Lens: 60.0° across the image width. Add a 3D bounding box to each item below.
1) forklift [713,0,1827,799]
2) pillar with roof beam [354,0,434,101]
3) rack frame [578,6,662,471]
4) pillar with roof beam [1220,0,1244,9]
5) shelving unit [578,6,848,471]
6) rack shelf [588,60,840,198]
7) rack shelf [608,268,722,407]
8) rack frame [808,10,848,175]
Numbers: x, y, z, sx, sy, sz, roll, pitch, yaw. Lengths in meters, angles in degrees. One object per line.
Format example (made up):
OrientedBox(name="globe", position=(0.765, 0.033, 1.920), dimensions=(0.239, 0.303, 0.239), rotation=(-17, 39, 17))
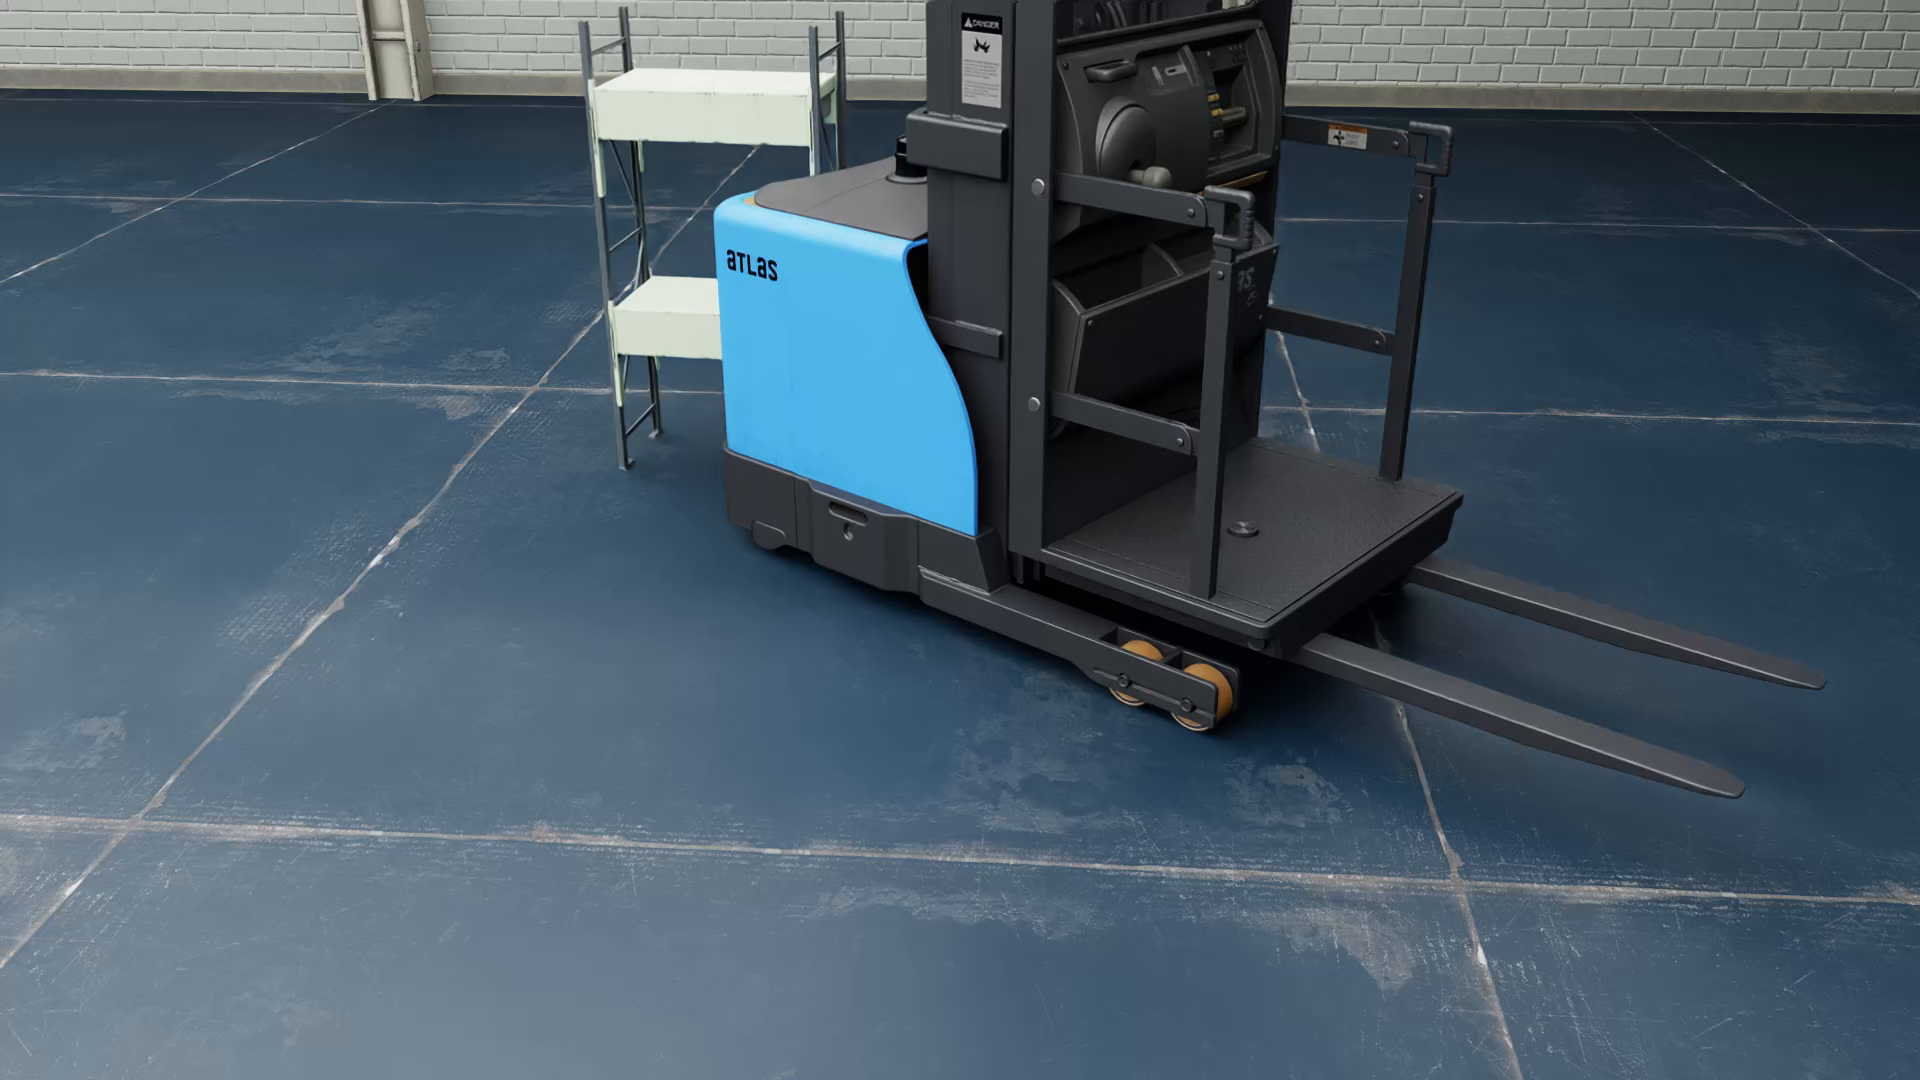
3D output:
OrientedBox(name="forklift", position=(0.714, -1.099, 4.131), dimensions=(3.031, 2.935, 1.130), rotation=(20, 31, 36))
OrientedBox(name="pillar with roof beam", position=(-4.514, -5.622, 6.702), dimensions=(0.400, 9.000, 9.100), rotation=(2, 25, 4))
OrientedBox(name="rack frame", position=(-1.141, -1.005, 5.640), dimensions=(0.023, 1.500, 0.400), rotation=(4, 25, 8))
OrientedBox(name="pillar with roof beam", position=(1.468, -5.430, 6.285), dimensions=(0.400, 9.000, 9.100), rotation=(2, 25, 4))
OrientedBox(name="shelving unit", position=(-0.780, -0.981, 5.587), dimensions=(0.755, 1.500, 0.431), rotation=(4, 25, 8))
OrientedBox(name="rack shelf", position=(-0.780, -1.335, 5.424), dimensions=(0.720, 0.370, 0.431), rotation=(4, 25, 8))
OrientedBox(name="rack shelf", position=(-0.780, -0.685, 5.724), dimensions=(0.720, 0.370, 0.431), rotation=(4, 25, 8))
OrientedBox(name="rack frame", position=(-0.418, -0.957, 5.535), dimensions=(0.023, 1.500, 0.400), rotation=(4, 25, 8))
